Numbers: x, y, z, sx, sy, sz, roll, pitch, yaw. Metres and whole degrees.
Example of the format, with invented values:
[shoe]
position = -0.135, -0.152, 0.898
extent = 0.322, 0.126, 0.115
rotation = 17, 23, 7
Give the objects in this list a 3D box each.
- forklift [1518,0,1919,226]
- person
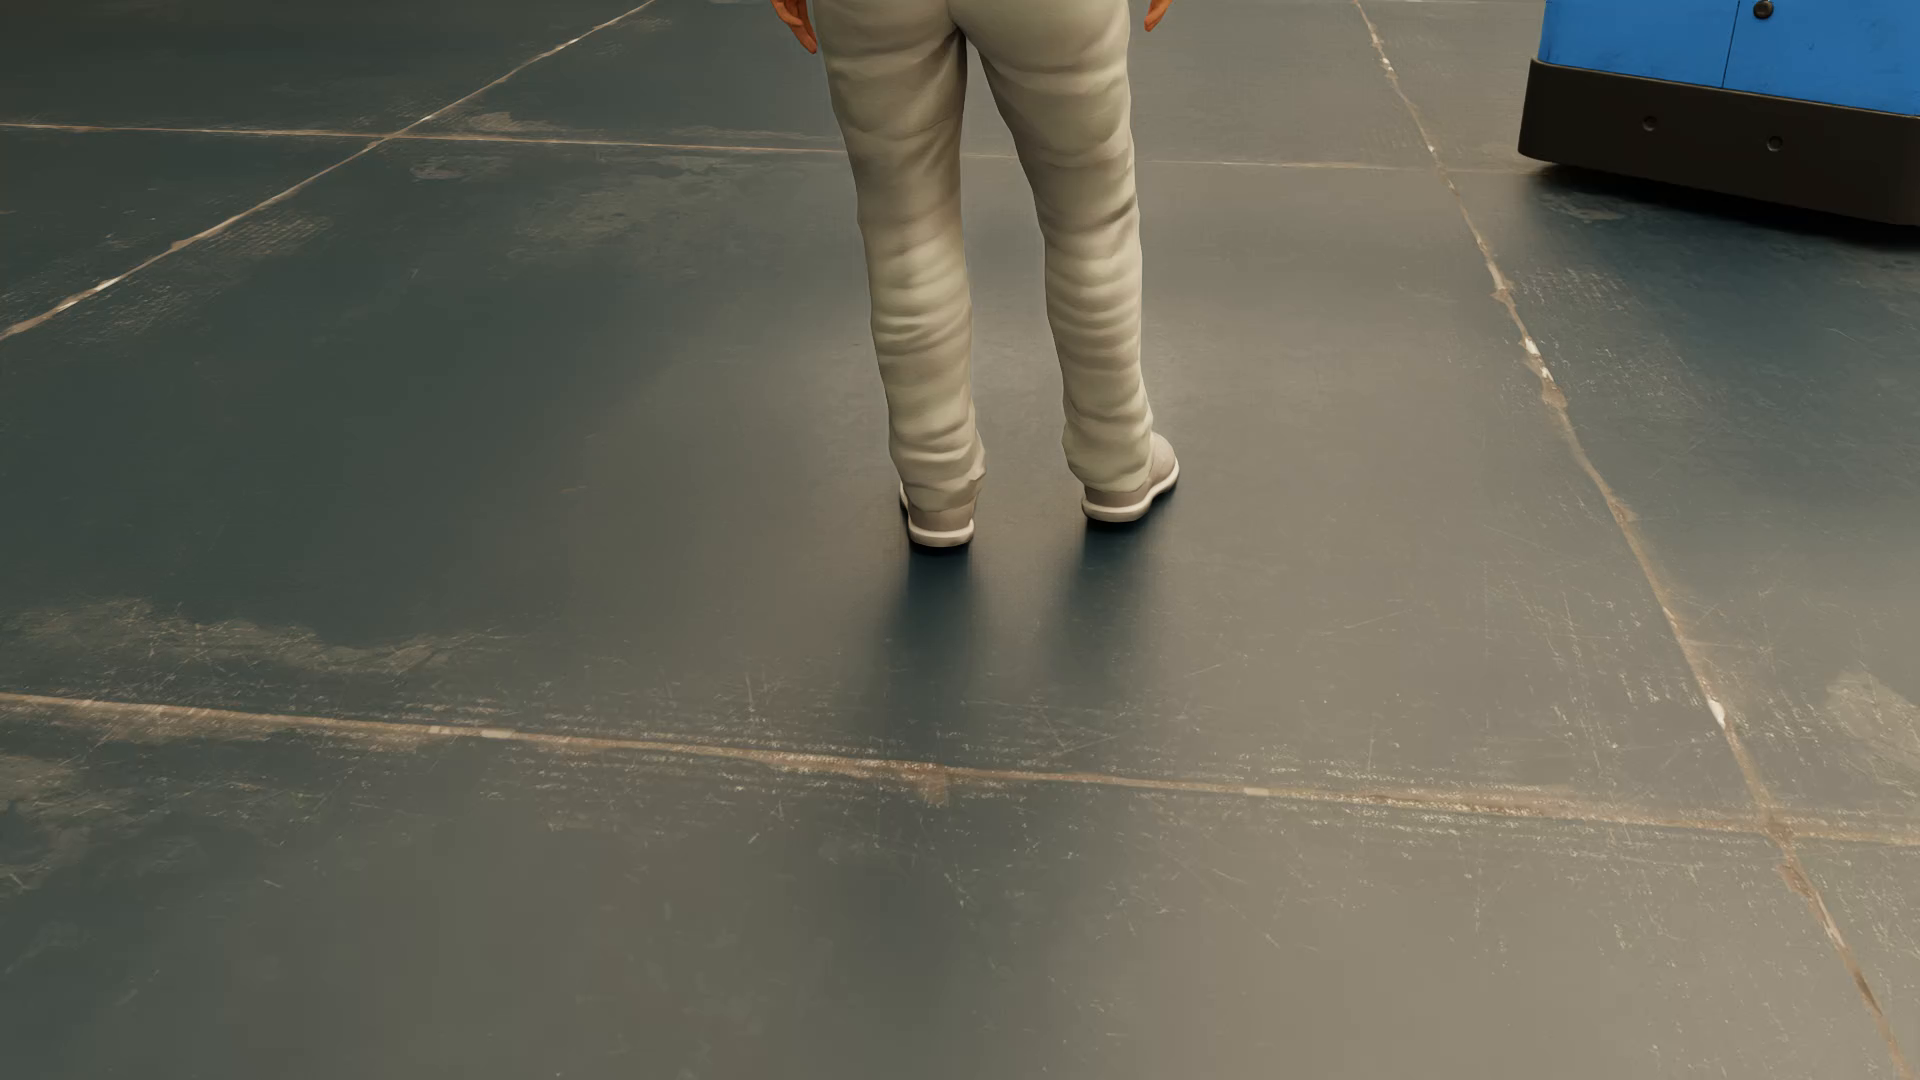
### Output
[forklift]
position = 2.869, -2.580, 4.389
extent = 1.130, 2.935, 3.031
rotation = 24, 35, 39
[person]
position = 0.033, -0.785, 2.190
extent = 0.598, 1.670, 0.529
rotation = 3, 27, 7
